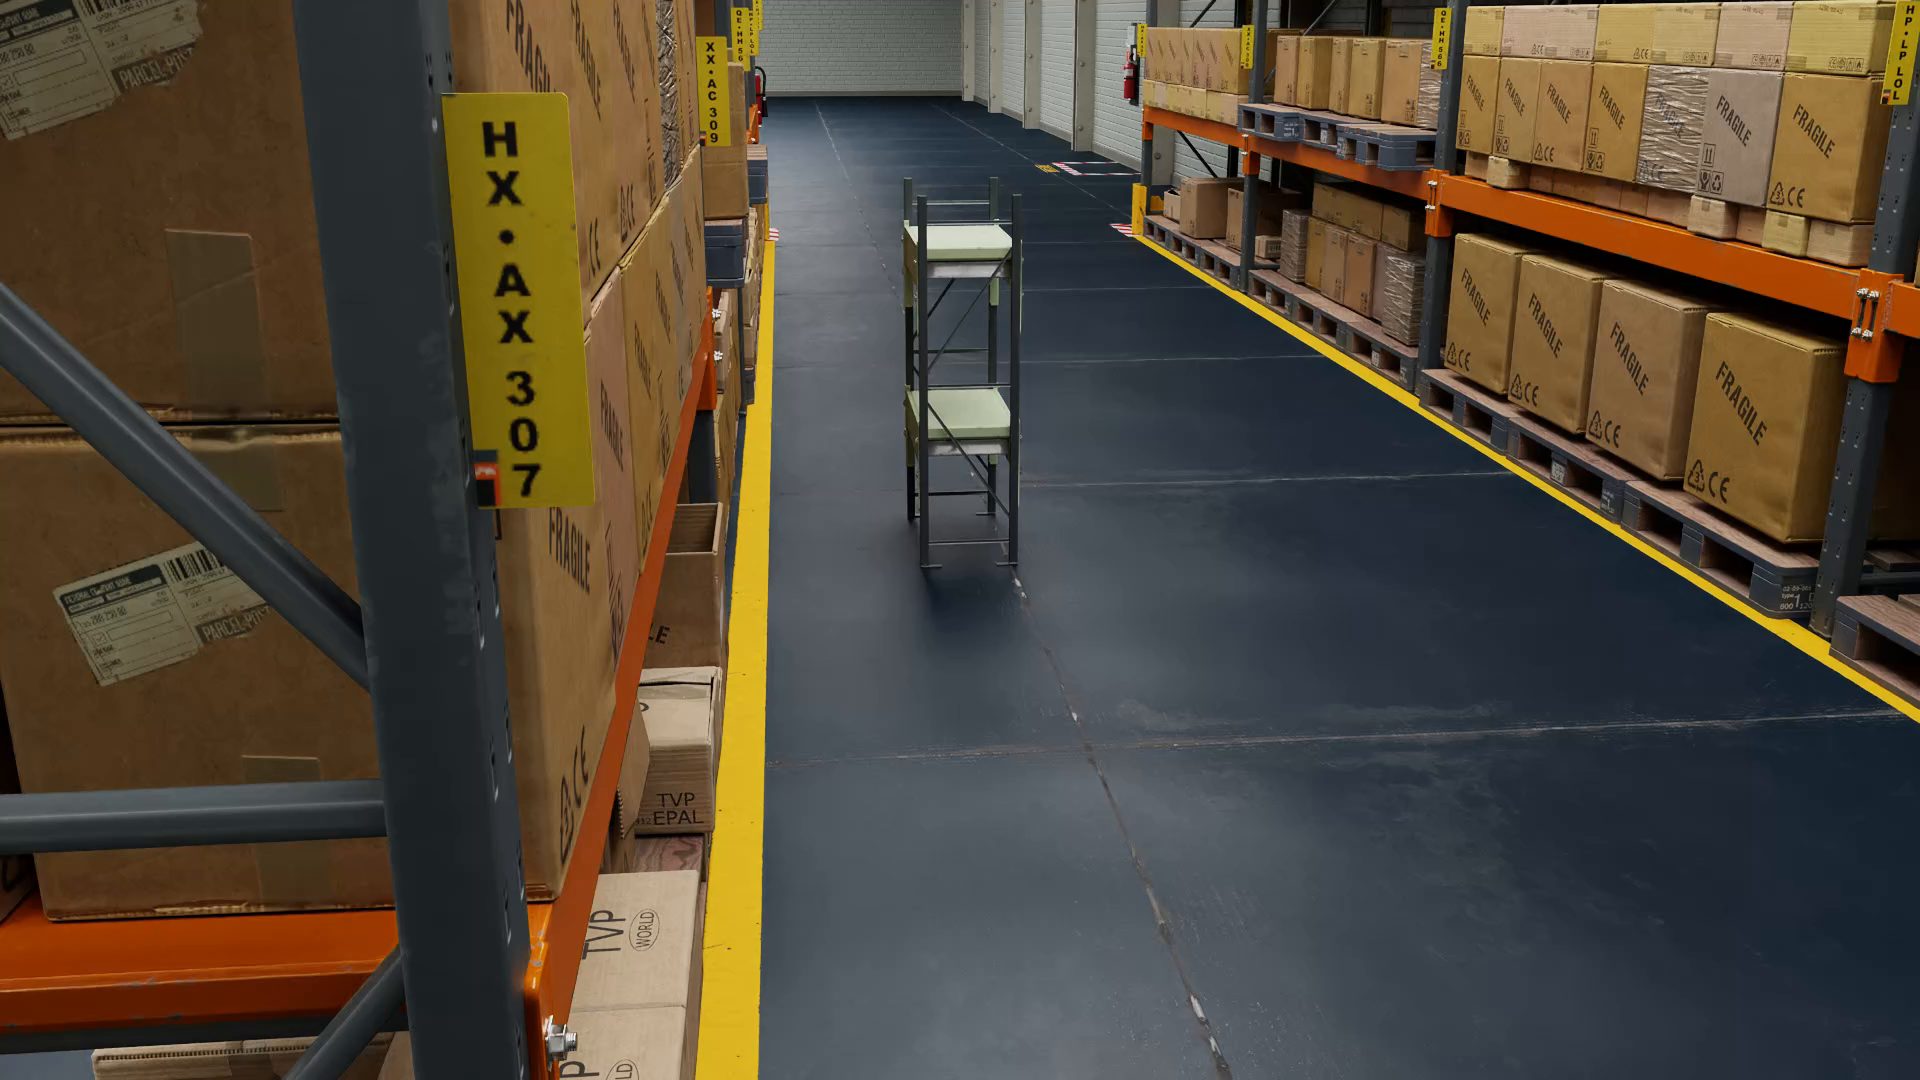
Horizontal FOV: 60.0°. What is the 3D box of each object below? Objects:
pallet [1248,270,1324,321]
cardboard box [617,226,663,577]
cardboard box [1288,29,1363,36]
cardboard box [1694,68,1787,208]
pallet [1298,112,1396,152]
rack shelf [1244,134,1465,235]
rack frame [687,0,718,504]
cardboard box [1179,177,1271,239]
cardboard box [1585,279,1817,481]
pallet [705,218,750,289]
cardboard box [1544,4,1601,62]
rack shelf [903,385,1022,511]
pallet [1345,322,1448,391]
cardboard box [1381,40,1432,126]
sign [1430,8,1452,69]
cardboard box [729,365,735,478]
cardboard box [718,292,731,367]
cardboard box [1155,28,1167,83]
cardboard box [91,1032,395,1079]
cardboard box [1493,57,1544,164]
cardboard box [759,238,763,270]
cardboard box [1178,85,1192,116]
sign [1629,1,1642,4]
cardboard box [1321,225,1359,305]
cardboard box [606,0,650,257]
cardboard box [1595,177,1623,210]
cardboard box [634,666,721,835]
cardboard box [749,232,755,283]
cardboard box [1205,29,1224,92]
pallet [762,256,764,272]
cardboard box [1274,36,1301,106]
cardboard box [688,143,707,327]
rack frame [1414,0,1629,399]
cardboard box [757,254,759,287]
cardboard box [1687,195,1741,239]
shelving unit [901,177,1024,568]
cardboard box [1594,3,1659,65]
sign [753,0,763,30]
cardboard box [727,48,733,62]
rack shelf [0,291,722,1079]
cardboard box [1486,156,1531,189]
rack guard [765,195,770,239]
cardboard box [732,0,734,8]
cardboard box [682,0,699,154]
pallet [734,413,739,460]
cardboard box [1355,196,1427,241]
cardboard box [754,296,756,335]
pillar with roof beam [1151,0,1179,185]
[{"bbox_3d":[2.883,-1.920,12.939,1.003,0.211,1.213,-2,18,-6],"label":"pallet"},{"bbox_3d":[-0.778,-0.244,2.779,0.500,0.500,0.500,-2,18,-6],"label":"cardboard box"},{"bbox_3d":[2.961,-3.924,13.634,0.500,0.500,0.500,-2,18,-7],"label":"cardboard box"},{"bbox_3d":[3.266,-1.579,6.502,0.500,0.500,0.500,-2,18,-5],"label":"cardboard box"},{"bbox_3d":[2.969,-2.787,11.367,1.003,0.211,1.213,-2,18,-6],"label":"pallet"},{"bbox_3d":[3.008,-2.543,11.470,1.077,0.370,4.000,-2,18,-6],"label":"rack shelf"},{"bbox_3d":[-1.300,-0.944,5.177,1.000,3.000,0.127,-2,18,-6],"label":"rack frame"},{"bbox_3d":[2.456,-3.092,15.457,0.700,0.500,0.500,-3,18,-9],"label":"cardboard box"},{"bbox_3d":[3.336,-0.728,7.374,0.750,0.750,0.750,-1,17,-4],"label":"cardboard box"},{"bbox_3d":[-1.274,-1.094,5.975,1.003,0.211,1.213,-2,18,-6],"label":"pallet"},{"bbox_3d":[3.116,-2.395,7.849,0.500,0.250,0.500,-2,18,-5],"label":"cardboard box"},{"bbox_3d":[-0.001,-0.407,7.056,0.431,0.370,0.720,-2,18,-6],"label":"rack shelf"},{"bbox_3d":[3.135,-1.193,10.623,1.003,0.211,1.213,-2,18,-6],"label":"pallet"},{"bbox_3d":[3.071,-2.853,10.356,0.700,0.500,0.500,-3,18,-11],"label":"cardboard box"},{"bbox_3d":[2.675,-2.785,9.240,0.100,0.325,0.005,-2,18,-6],"label":"sign"},{"bbox_3d":[-1.269,-0.572,7.428,0.500,0.500,0.500,-2,18,-8],"label":"cardboard box"},{"bbox_3d":[-1.263,-0.918,7.281,0.500,0.250,0.500,-2,18,-7],"label":"cardboard box"},{"bbox_3d":[2.180,-4.670,16.010,0.500,0.500,0.500,-2,18,-5],"label":"cardboard box"},{"bbox_3d":[-1.257,0.911,3.123,0.500,0.250,0.500,-2,18,-6],"label":"cardboard box"},{"bbox_3d":[3.055,-2.180,8.417,0.500,0.500,0.500,-1,17,-4],"label":"cardboard box"},{"bbox_3d":[-1.871,-2.364,13.588,0.500,0.250,0.500,-2,18,-6],"label":"cardboard box"},{"bbox_3d":[2.288,-4.000,15.126,0.500,0.250,0.500,-2,18,-5],"label":"cardboard box"},{"bbox_3d":[3.766,-2.861,9.348,0.100,0.325,0.005,-2,18,-6],"label":"sign"},{"bbox_3d":[3.010,-1.975,11.898,0.700,0.500,0.500,-2,17,-5],"label":"cardboard box"},{"bbox_3d":[-0.779,-0.722,2.634,0.500,0.500,0.500,-2,17,-5],"label":"cardboard box"},{"bbox_3d":[3.187,-1.618,7.709,0.380,0.149,0.250,-2,18,-5],"label":"cardboard box"},{"bbox_3d":[-0.882,0.513,4.289,0.500,0.311,0.500,-2,18,-6],"label":"cardboard box"},{"bbox_3d":[-1.641,-1.919,11.234,0.500,0.311,0.500,-2,18,-6],"label":"cardboard box"},{"bbox_3d":[2.388,-4.057,14.058,0.500,0.500,0.500,-2,18,-6],"label":"cardboard box"},{"bbox_3d":[-2.295,-2.600,15.106,1.003,0.211,1.213,-2,18,-6],"label":"pallet"},{"bbox_3d":[2.820,-3.587,12.693,0.700,0.500,0.500,-2,18,-5],"label":"cardboard box"},{"bbox_3d":[-0.993,-0.851,4.713,0.500,0.500,0.500,-1,17,-5],"label":"cardboard box"},{"bbox_3d":[3.214,-2.290,9.464,1.000,3.000,0.127,-2,18,-6],"label":"rack frame"},{"bbox_3d":[-1.794,-2.102,12.753,0.500,0.250,0.500,-2,18,-6],"label":"cardboard box"},{"bbox_3d":[3.193,-1.310,6.728,0.380,0.149,0.250,-2,18,-6],"label":"cardboard box"},{"bbox_3d":[-0.001,-0.718,6.959,0.431,1.500,0.755,-2,18,-6],"label":"shelving unit"},{"bbox_3d":[3.175,-2.243,7.365,0.500,0.250,0.500,-2,18,-7],"label":"cardboard box"},{"bbox_3d":[-1.997,-5.198,16.396,0.100,0.325,0.005,-2,18,-6],"label":"sign"},{"bbox_3d":[-1.536,-2.200,8.309,0.700,0.500,0.500,-8,19,-24],"label":"cardboard box"},{"bbox_3d":[-1.094,-0.005,3.387,1.077,0.370,4.000,-2,18,-6],"label":"rack shelf"},{"bbox_3d":[2.978,-1.917,8.663,0.380,0.149,0.250,-1,17,-4],"label":"cardboard box"},{"bbox_3d":[-2.540,-3.334,16.962,1.175,0.500,0.348,-2,18,-6],"label":"rack guard"},{"bbox_3d":[-2.384,-4.724,14.884,0.700,0.500,0.500,-2,18,-5],"label":"cardboard box"},{"bbox_3d":[-0.990,-1.326,4.558,0.500,0.500,0.500,-2,18,-5],"label":"cardboard box"},{"bbox_3d":[-1.673,-0.582,8.678,1.003,0.211,1.213,-2,18,-6],"label":"pallet"},{"bbox_3d":[3.034,-2.203,11.373,0.500,0.250,0.500,-2,18,-6],"label":"cardboard box"},{"bbox_3d":[-1.587,-1.494,10.818,0.500,0.250,0.500,-2,18,-7],"label":"cardboard box"},{"bbox_3d":[-1.579,-9.009,20.849,9.100,9.000,0.400,-2,18,-6],"label":"pillar with roof beam"}]
